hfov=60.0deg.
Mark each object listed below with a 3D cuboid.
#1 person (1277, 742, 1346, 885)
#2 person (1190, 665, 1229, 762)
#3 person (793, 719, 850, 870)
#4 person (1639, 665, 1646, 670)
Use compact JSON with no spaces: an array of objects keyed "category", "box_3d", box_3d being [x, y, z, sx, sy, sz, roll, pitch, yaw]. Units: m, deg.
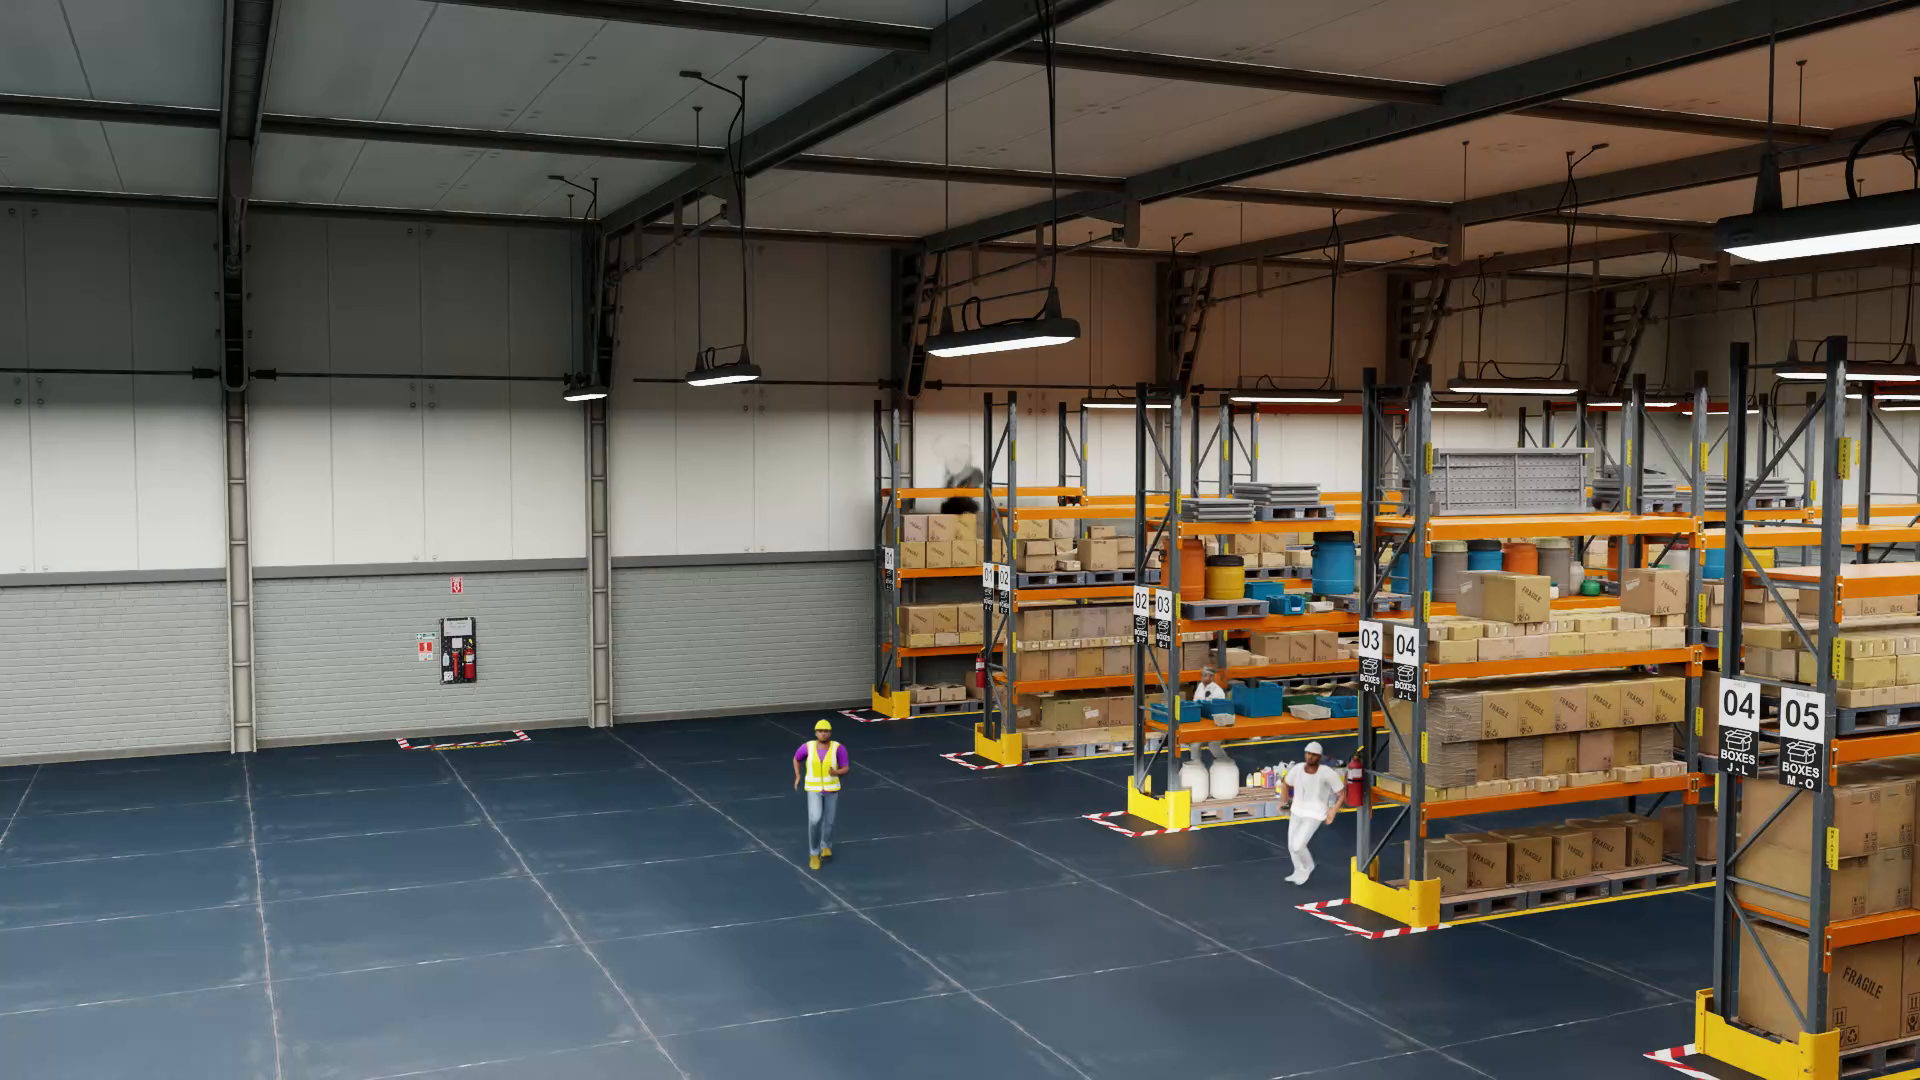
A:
[{"category":"person","box_3d":[4.023,3.178,19.275,0.576,1.702,0.765,-3,5,-43]},{"category":"person","box_3d":[3.775,2.789,25.249,0.899,1.797,0.665,-3,4,-37]},{"category":"person","box_3d":[-1.683,3.102,20.335,0.669,1.823,0.748,-1,3,-9]},{"category":"person","box_3d":[12.082,2.612,30.004,0.548,1.629,0.579,-2,4,-34]}]
